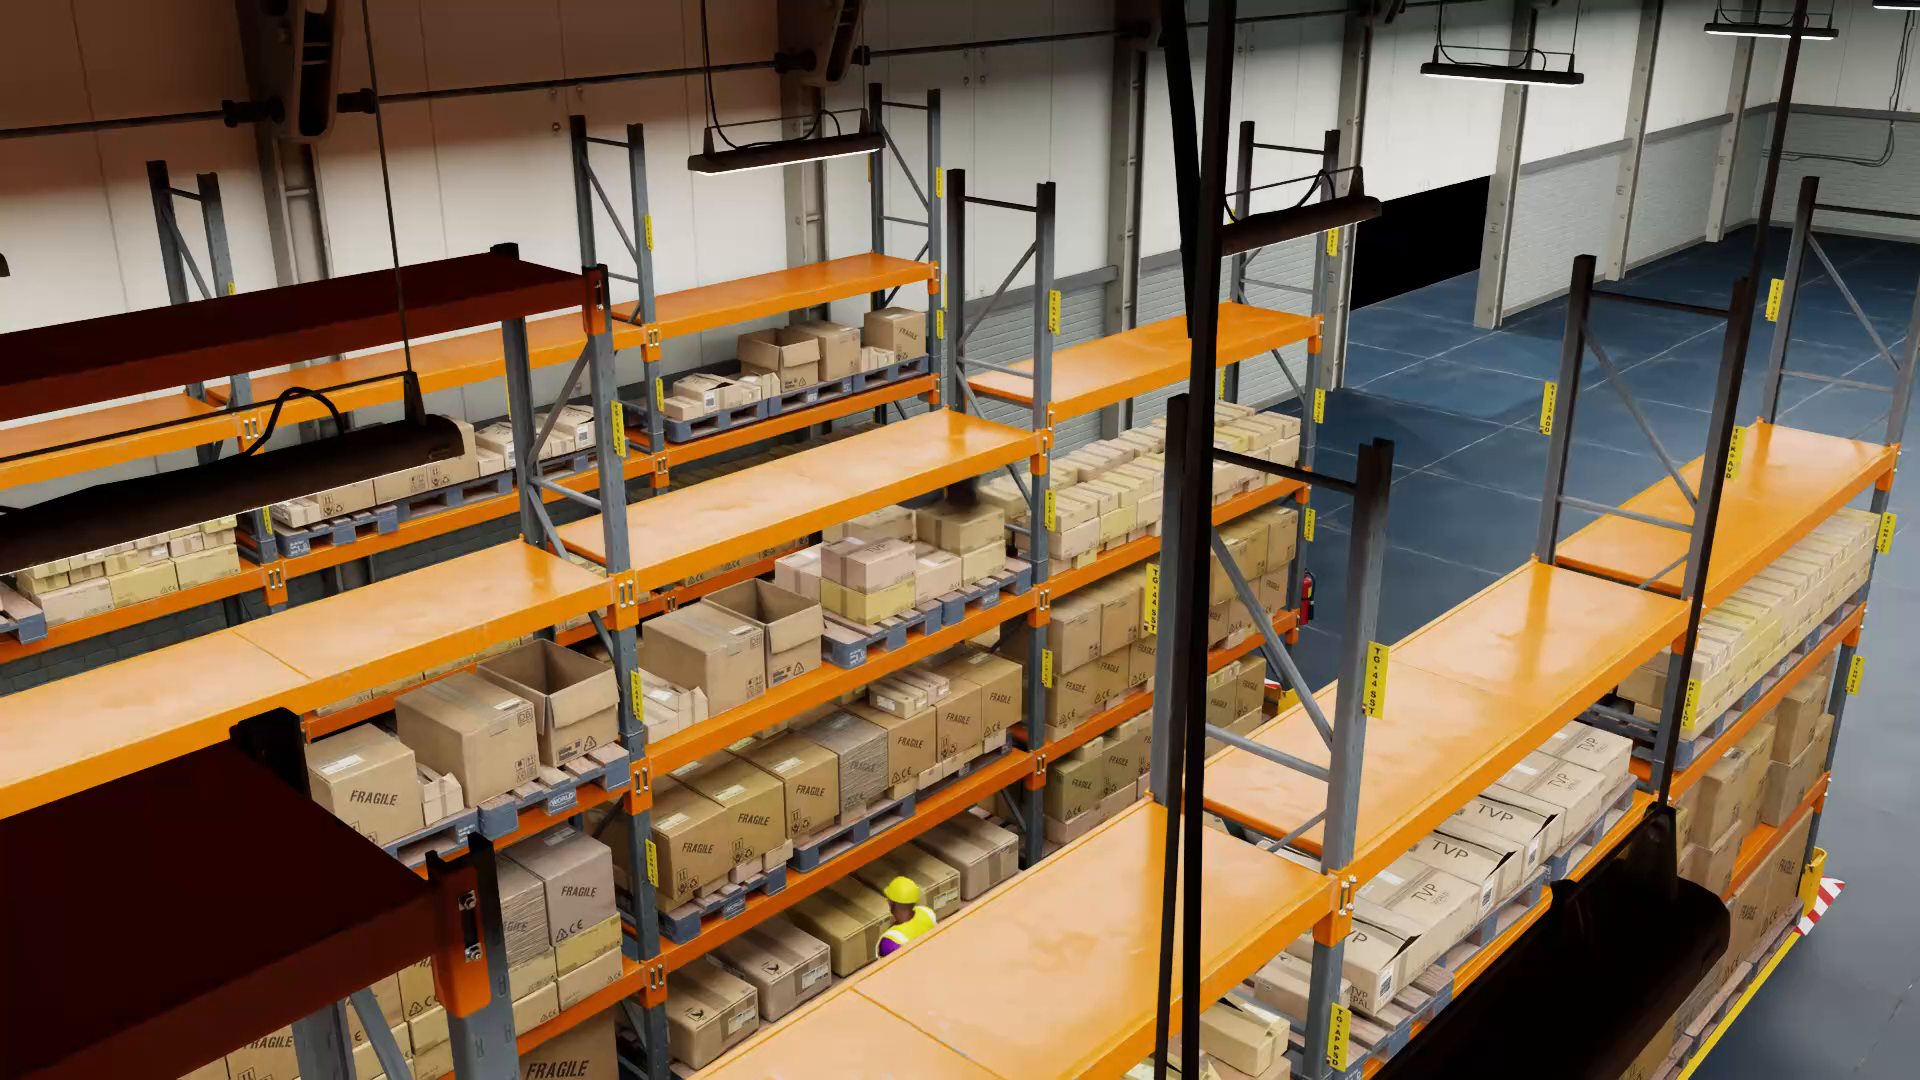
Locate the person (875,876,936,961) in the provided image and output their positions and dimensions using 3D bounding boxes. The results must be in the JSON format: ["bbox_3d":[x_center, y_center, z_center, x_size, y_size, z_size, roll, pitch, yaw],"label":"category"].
[{"bbox_3d":[-0.361,3.113,11.519,0.373,1.776,0.592,11,24,27],"label":"person"}]
